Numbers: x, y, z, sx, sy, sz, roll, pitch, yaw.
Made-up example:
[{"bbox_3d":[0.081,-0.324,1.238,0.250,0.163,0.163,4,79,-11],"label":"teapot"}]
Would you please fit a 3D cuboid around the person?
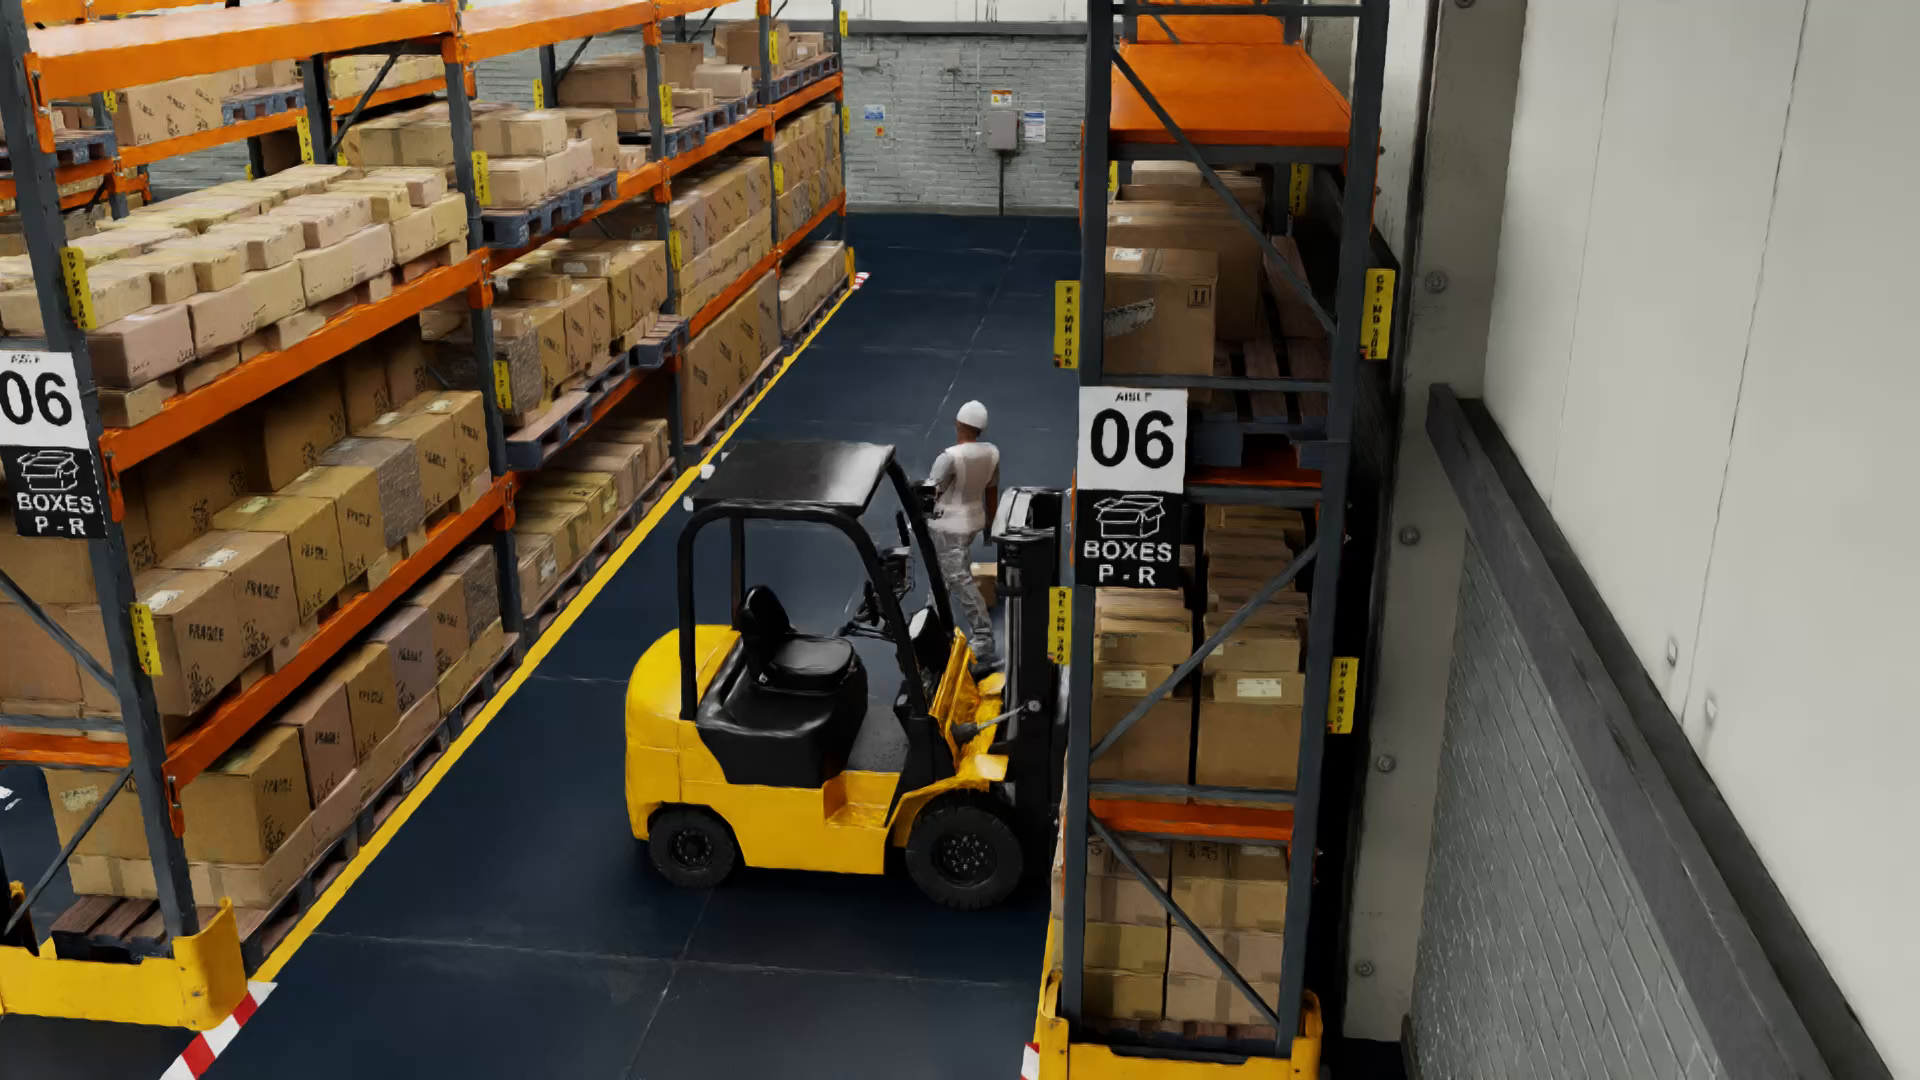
[{"bbox_3d":[-0.050,-0.094,11.326,0.723,1.746,0.597,12,24,28],"label":"person"}]
